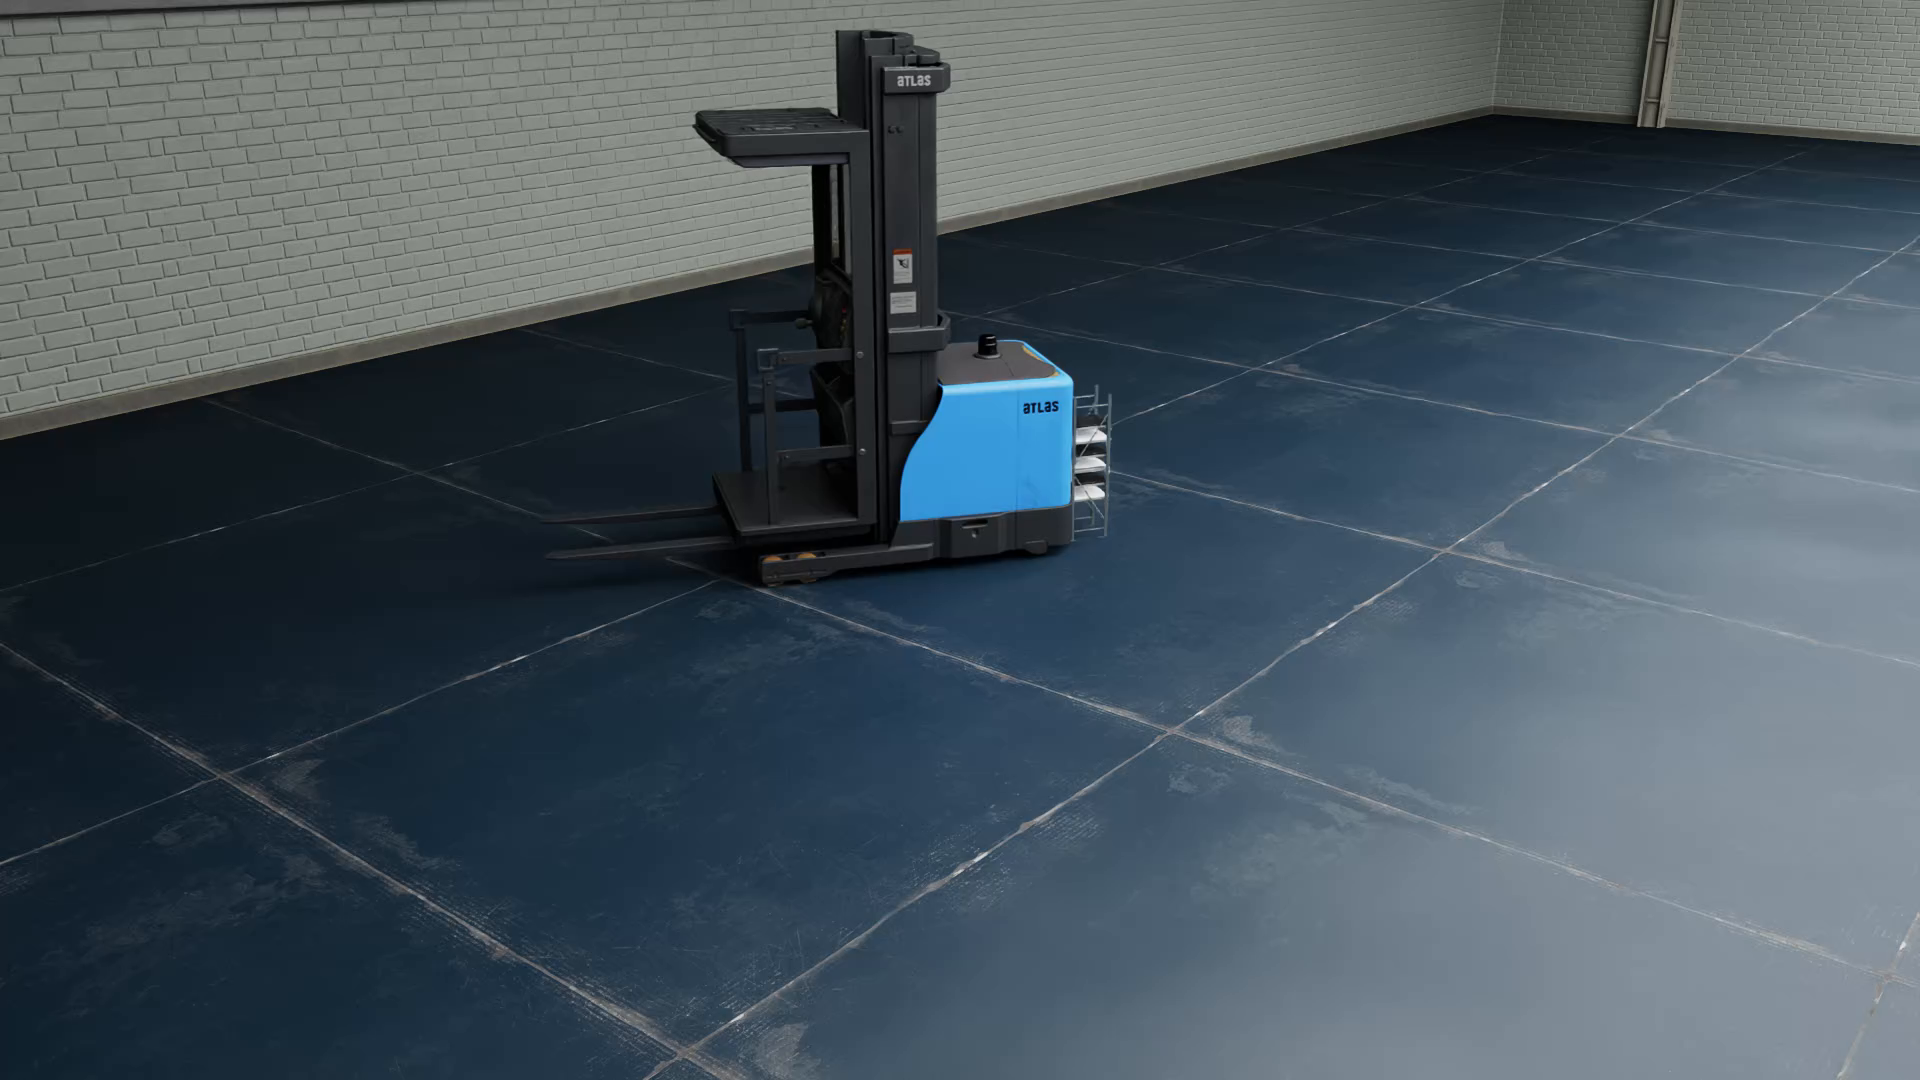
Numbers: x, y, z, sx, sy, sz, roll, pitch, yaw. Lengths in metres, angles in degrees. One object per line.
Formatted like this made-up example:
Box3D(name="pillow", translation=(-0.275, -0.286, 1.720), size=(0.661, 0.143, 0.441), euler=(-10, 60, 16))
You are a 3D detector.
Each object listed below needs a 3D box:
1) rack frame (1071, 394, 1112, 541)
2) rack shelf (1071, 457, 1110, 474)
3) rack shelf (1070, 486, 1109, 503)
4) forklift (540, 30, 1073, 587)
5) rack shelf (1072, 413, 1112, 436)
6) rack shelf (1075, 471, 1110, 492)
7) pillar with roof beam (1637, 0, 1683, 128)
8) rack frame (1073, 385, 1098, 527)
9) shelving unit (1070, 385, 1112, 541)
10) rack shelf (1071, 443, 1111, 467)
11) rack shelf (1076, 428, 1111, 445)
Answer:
Box3D(name="rack frame", translation=(0.777, -0.426, 9.900), size=(0.240, 0.900, 0.006), euler=(-7, 22, -17))
Box3D(name="rack shelf", translation=(0.745, -0.429, 10.002), size=(0.258, 0.077, 0.200), euler=(-7, 22, -17))
Box3D(name="rack shelf", translation=(0.745, -0.260, 10.066), size=(0.258, 0.077, 0.200), euler=(-7, 22, -17))
Box3D(name="forklift", translation=(-0.913, -1.317, 9.386), size=(3.031, 2.935, 1.130), euler=(-6, 21, -15))
Box3D(name="rack shelf", translation=(0.745, -0.681, 9.907), size=(0.258, 0.077, 0.200), euler=(-7, 22, -17))
Box3D(name="rack shelf", translation=(0.745, -0.344, 10.034), size=(0.258, 0.077, 0.200), euler=(-7, 22, -17))
Box3D(name="pillar with roof beam", translation=(9.532, -10.369, 24.791), size=(0.400, 9.000, 9.100), euler=(16, 26, 36))
Box3D(name="rack frame", translation=(0.713, -0.494, 10.081), size=(0.240, 0.900, 0.006), euler=(-7, 22, -17))
Box3D(name="shelving unit", translation=(0.745, -0.460, 9.991), size=(0.258, 0.900, 0.210), euler=(-7, 22, -17))
Box3D(name="rack shelf", translation=(0.745, -0.513, 9.971), size=(0.258, 0.077, 0.200), euler=(-7, 22, -17))
Box3D(name="rack shelf", translation=(0.745, -0.597, 9.939), size=(0.258, 0.077, 0.200), euler=(-7, 22, -17))
